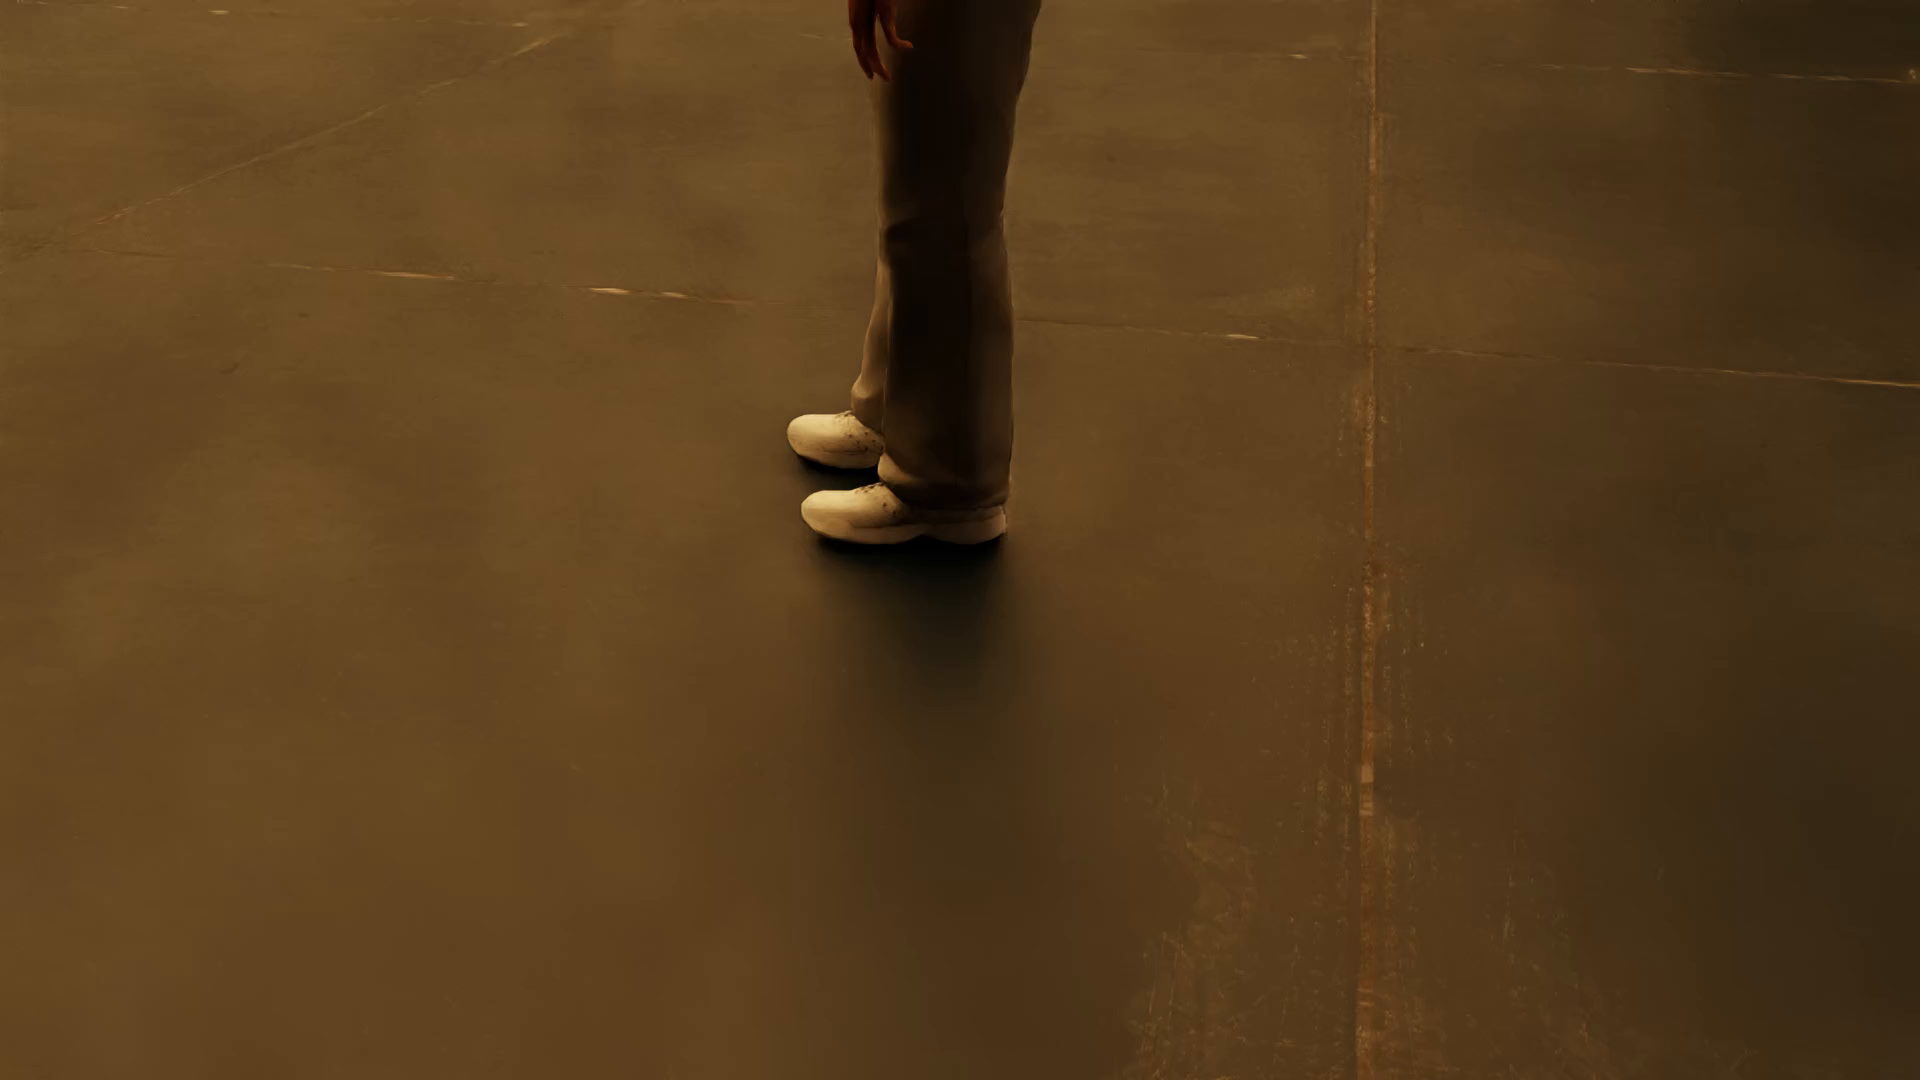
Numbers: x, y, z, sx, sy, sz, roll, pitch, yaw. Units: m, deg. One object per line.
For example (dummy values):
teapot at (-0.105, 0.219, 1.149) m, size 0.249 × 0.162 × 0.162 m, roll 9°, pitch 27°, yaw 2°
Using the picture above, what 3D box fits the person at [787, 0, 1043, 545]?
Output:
person at (-0.069, -0.768, 2.145) m, size 0.548 × 1.674 × 0.550 m, roll 6°, pitch 27°, yaw 11°
